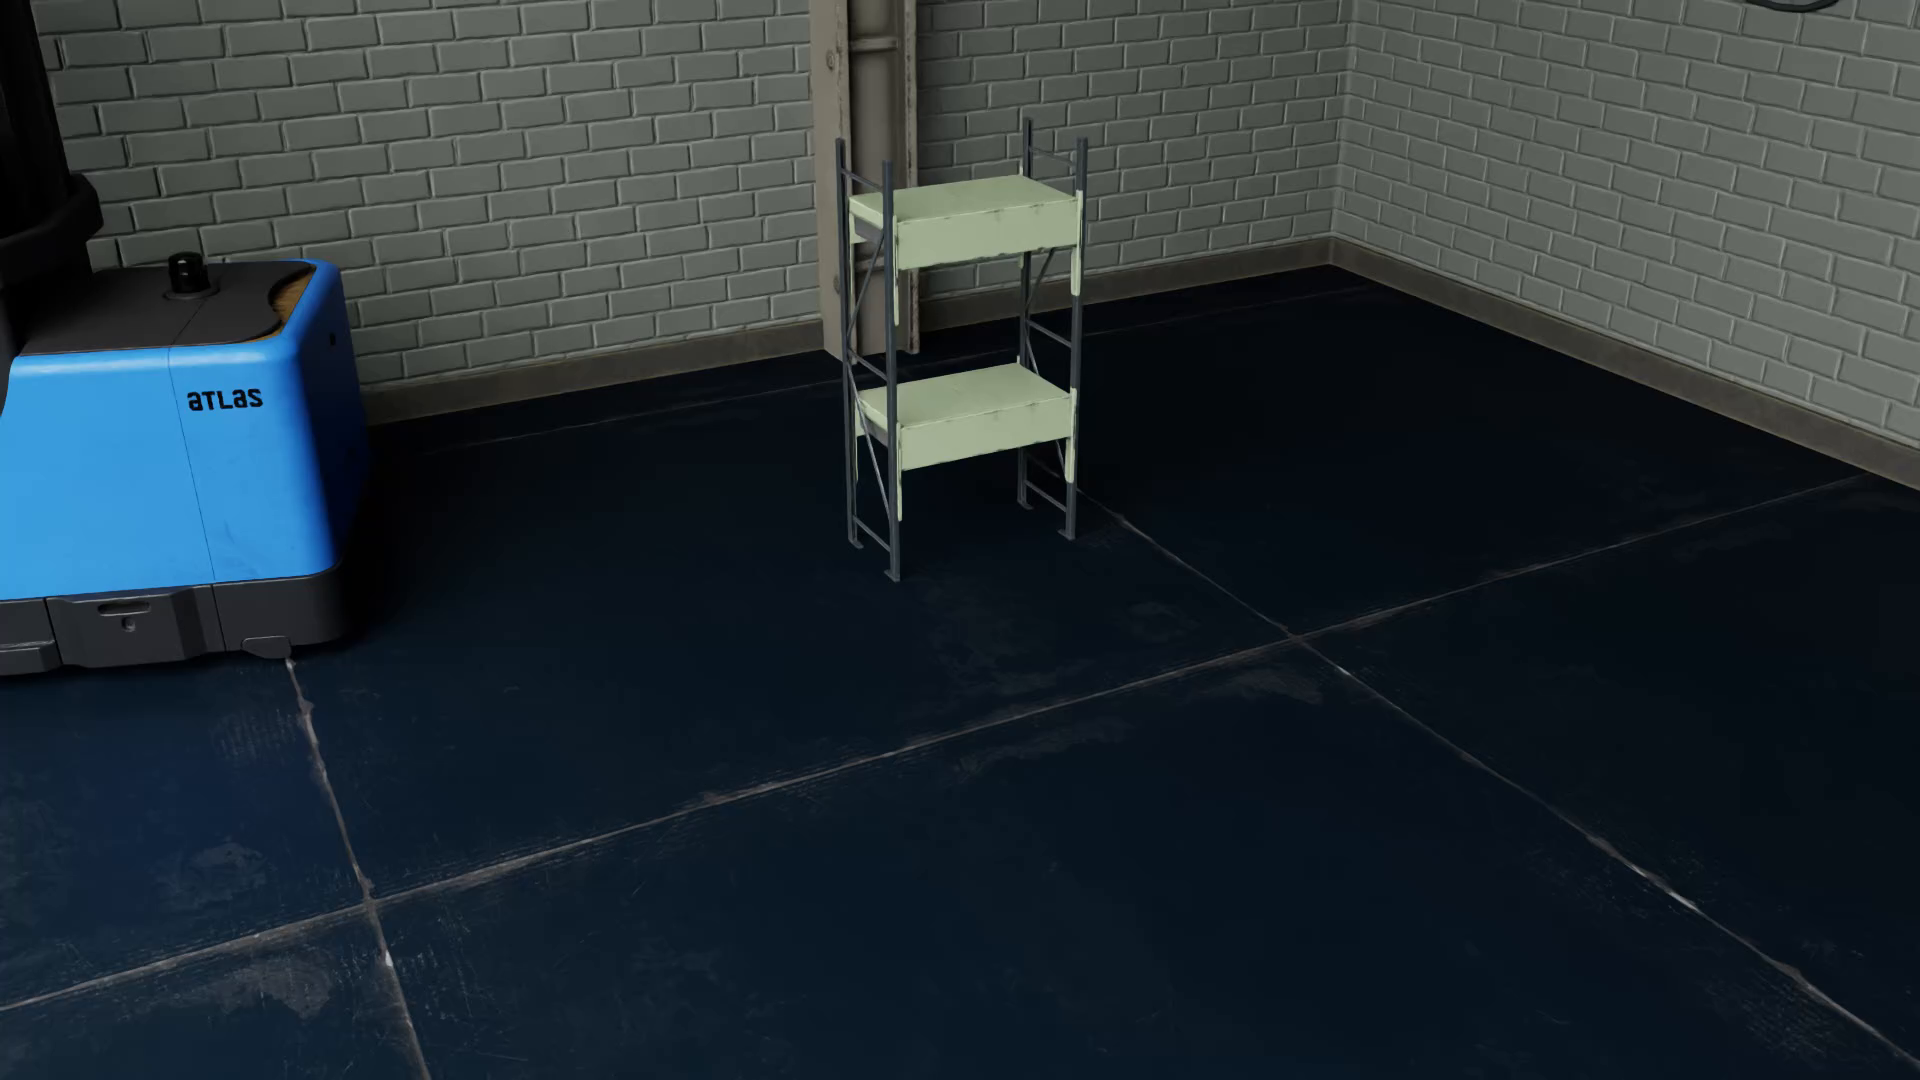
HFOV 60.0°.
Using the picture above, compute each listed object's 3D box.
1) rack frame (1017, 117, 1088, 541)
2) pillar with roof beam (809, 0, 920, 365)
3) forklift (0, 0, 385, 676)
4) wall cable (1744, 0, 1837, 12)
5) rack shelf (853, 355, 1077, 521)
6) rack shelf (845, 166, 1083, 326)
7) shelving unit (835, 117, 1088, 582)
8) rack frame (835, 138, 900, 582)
[{"bbox_3d":[0.329,-0.752,6.083,0.023,1.500,0.400,-13,29,-25],"label":"rack frame"},{"bbox_3d":[1.586,-3.351,2.832,0.400,9.000,9.100,-13,29,-25],"label":"pillar with roof beam"},{"bbox_3d":[-3.568,-1.030,5.009,3.031,2.935,1.130,-5,26,-10],"label":"forklift"},{"bbox_3d":[2.782,-3.690,7.127,0.112,2.526,3.097,-13,29,-25],"label":"wall cable"},{"bbox_3d":[0.006,-0.384,6.069,0.720,0.370,0.431,-13,29,-25],"label":"rack shelf"},{"bbox_3d":[0.006,-1.029,5.759,0.720,0.370,0.431,-13,29,-25],"label":"rack shelf"},{"bbox_3d":[0.006,-0.677,5.928,0.755,1.500,0.431,-13,29,-25],"label":"shelving unit"},{"bbox_3d":[-0.317,-0.603,5.773,0.023,1.500,0.400,-13,29,-25],"label":"rack frame"}]
